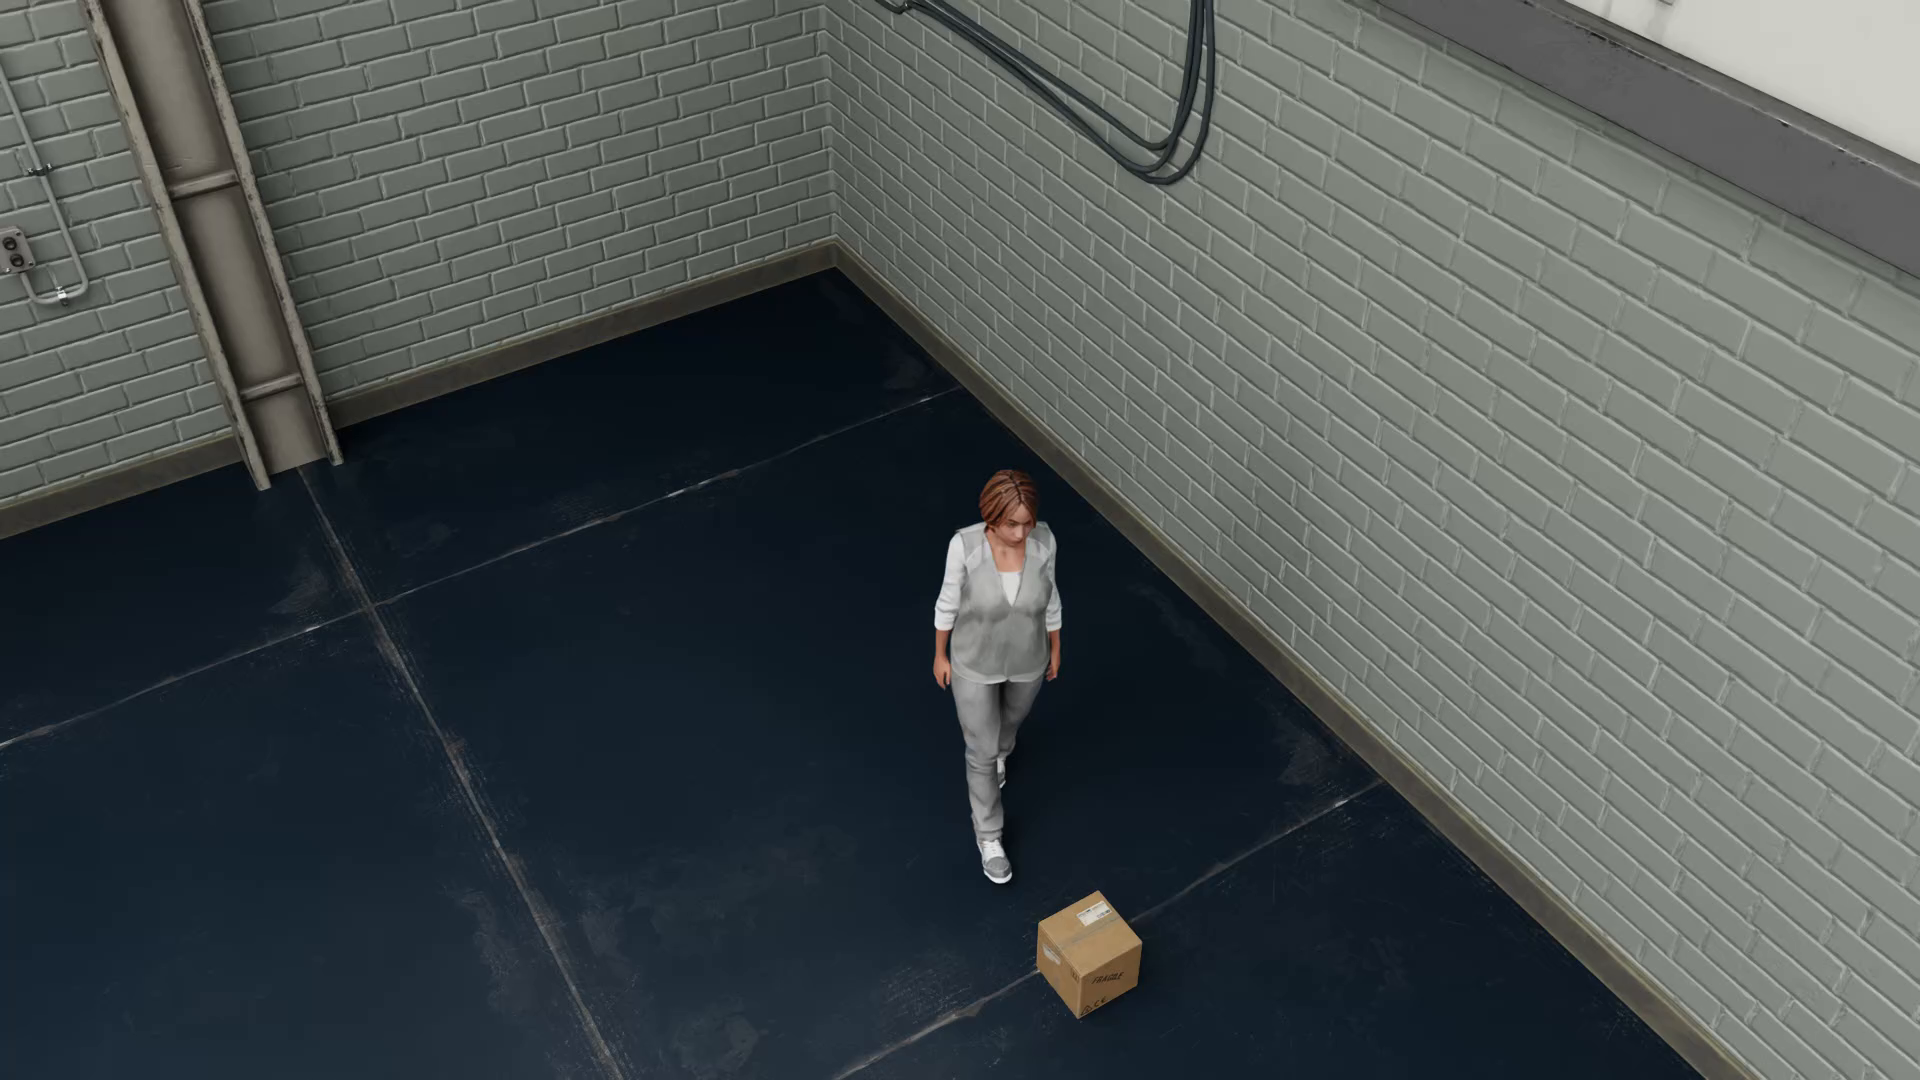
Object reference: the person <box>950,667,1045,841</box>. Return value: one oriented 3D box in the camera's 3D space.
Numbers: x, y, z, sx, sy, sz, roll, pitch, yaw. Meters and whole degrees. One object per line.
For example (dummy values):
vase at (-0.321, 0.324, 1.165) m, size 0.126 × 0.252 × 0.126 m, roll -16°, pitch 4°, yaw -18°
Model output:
person at (0.126, 0.603, 5.920) m, size 0.346 × 0.876 × 0.545 m, roll -8°, pitch 42°, yaw -9°
